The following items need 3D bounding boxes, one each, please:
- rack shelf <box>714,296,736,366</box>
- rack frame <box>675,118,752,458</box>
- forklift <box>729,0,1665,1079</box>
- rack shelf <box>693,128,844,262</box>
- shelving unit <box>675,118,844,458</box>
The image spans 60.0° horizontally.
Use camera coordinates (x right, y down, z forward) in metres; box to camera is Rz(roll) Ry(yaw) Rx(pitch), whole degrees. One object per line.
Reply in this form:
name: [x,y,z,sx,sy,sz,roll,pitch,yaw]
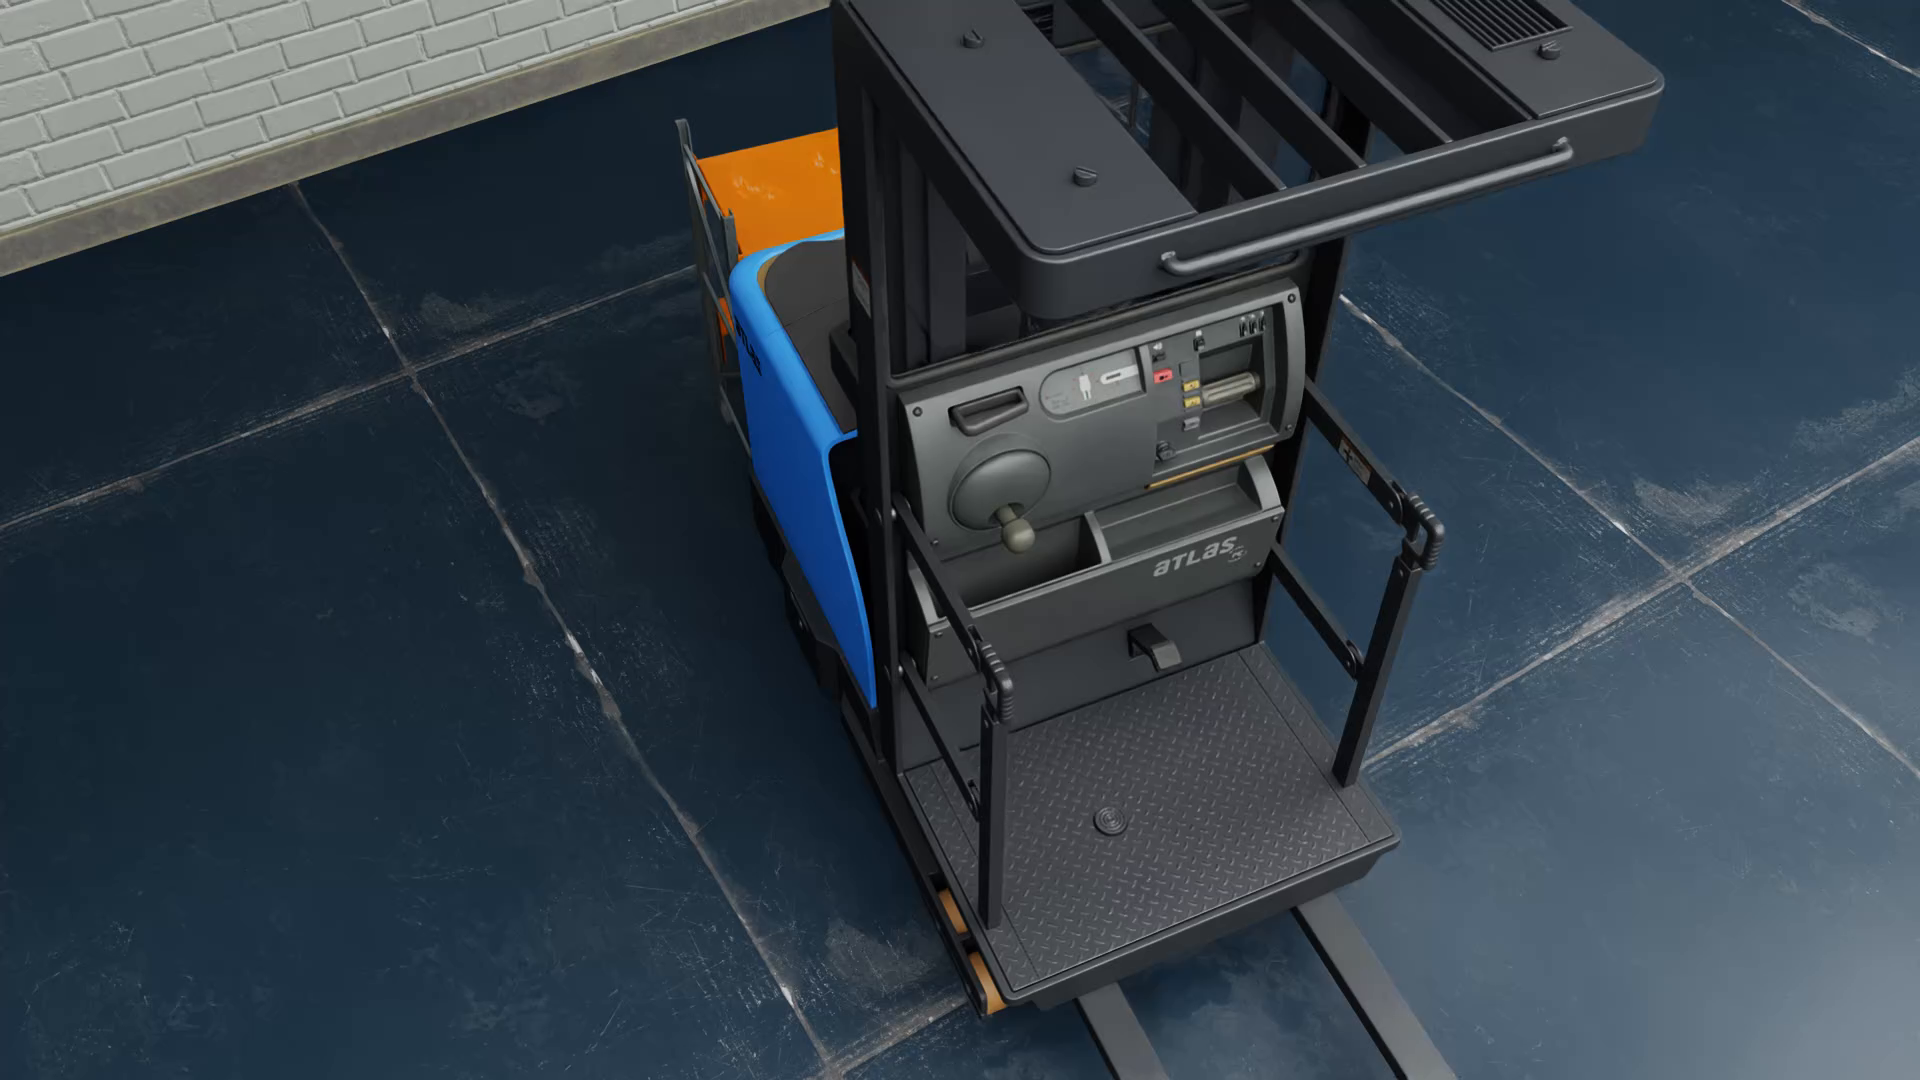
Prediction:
rack shelf: [-0.249,-0.654,5.406,1.000,0.278,0.538,-17,50,-14]
rack frame: [-0.721,-0.675,5.098,0.032,1.125,0.500,-17,50,-14]
forklift: [0.414,-0.162,3.431,1.130,2.935,3.031,-18,51,-16]
rack shelf: [-0.249,-1.011,5.005,1.000,0.278,0.538,-17,50,-14]
shelving unit: [-0.249,-0.816,5.224,1.048,1.125,0.538,-17,50,-14]
